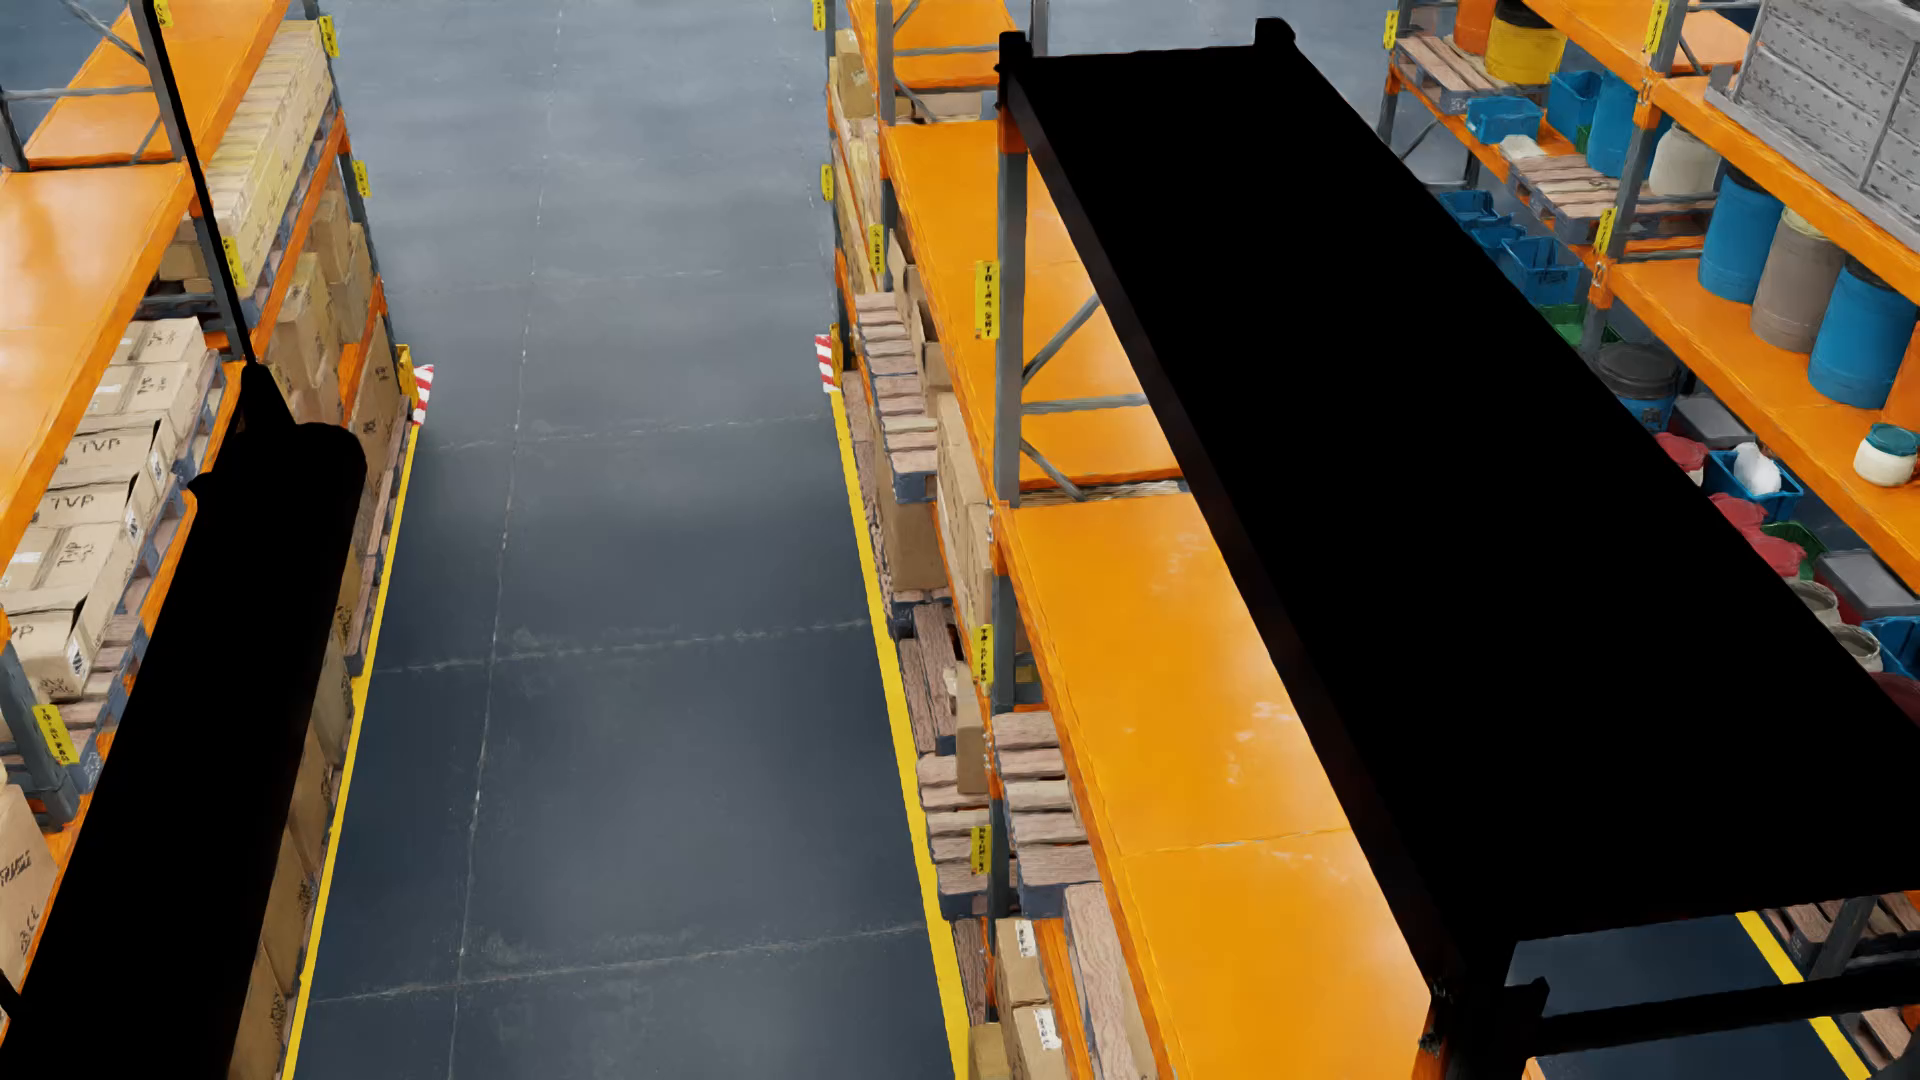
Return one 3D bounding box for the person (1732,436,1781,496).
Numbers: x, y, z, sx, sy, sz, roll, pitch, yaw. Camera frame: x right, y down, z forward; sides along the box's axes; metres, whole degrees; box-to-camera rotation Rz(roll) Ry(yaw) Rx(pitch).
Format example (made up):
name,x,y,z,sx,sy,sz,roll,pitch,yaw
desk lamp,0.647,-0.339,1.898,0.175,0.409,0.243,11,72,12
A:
name,x,y,z,sx,sy,sz,roll,pitch,yaw
person,5.498,-0.049,11.650,0.639,1.771,0.709,1,36,1
